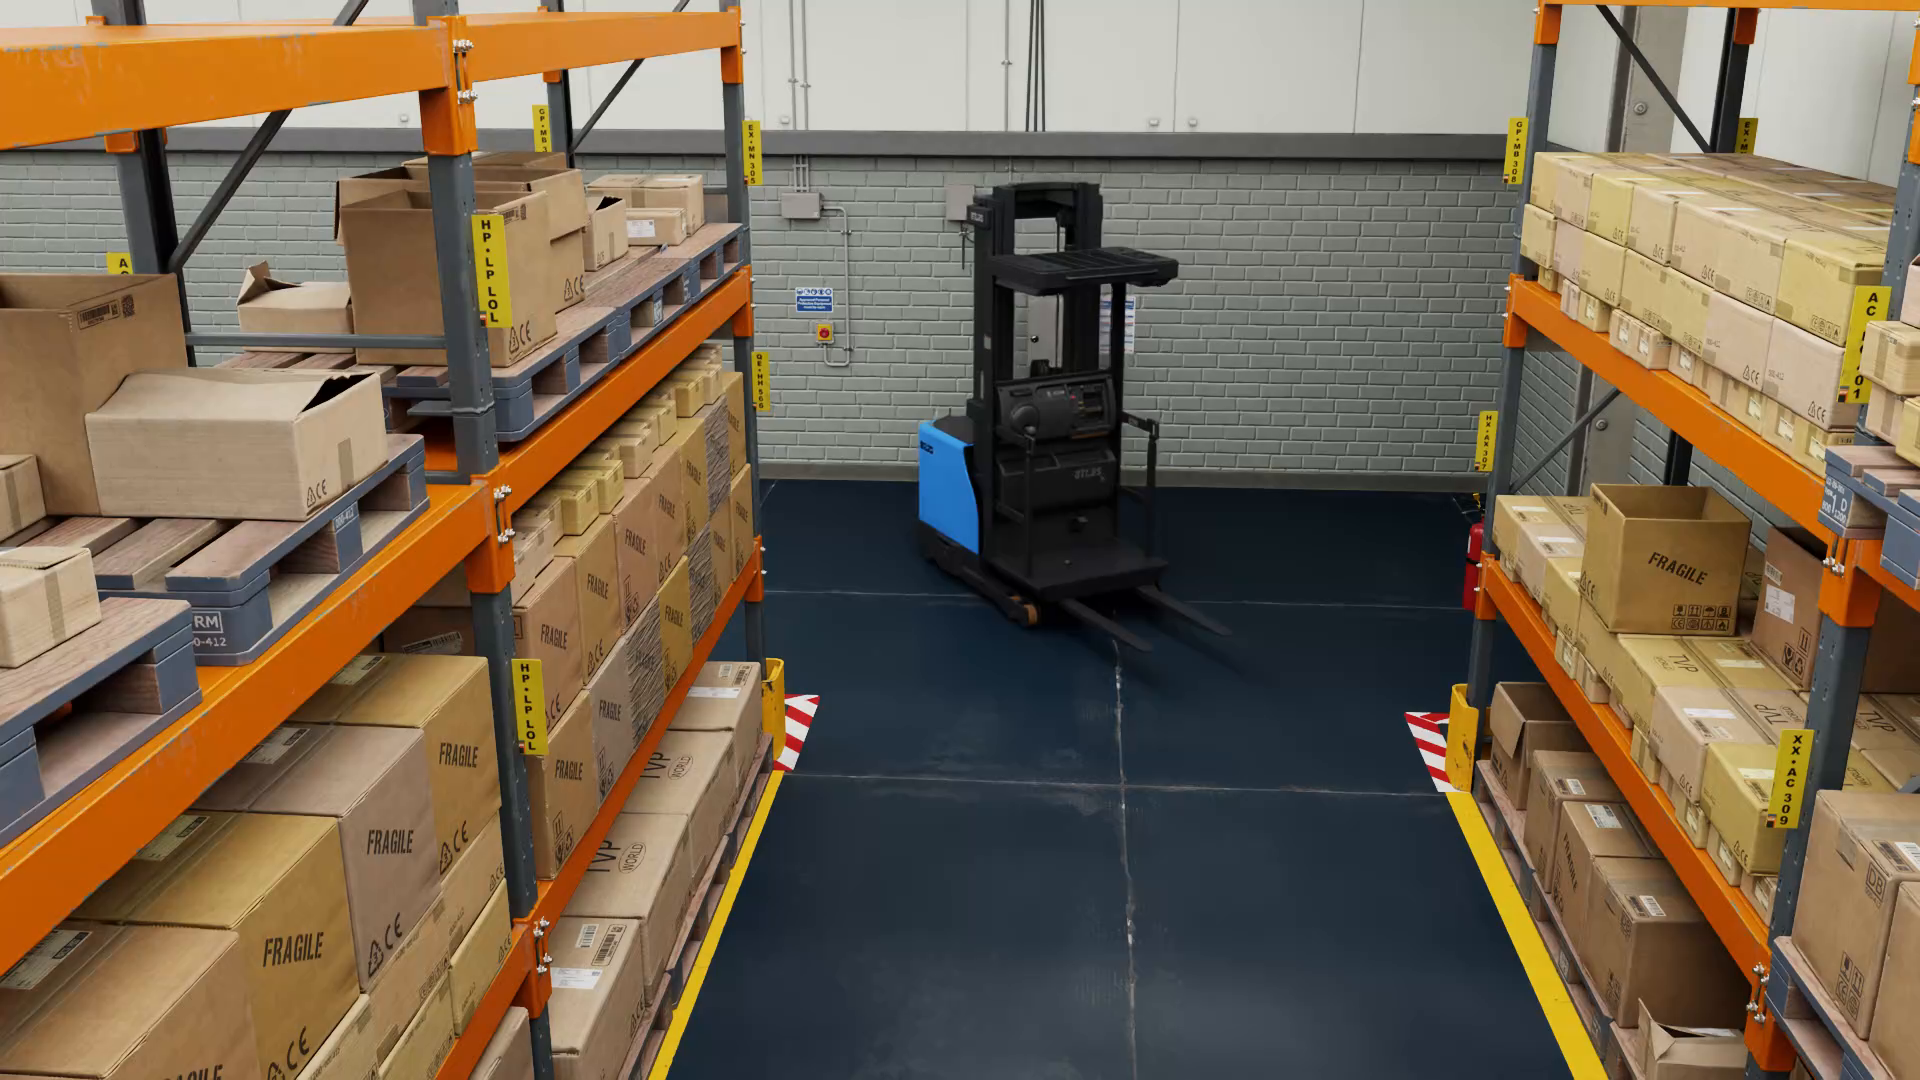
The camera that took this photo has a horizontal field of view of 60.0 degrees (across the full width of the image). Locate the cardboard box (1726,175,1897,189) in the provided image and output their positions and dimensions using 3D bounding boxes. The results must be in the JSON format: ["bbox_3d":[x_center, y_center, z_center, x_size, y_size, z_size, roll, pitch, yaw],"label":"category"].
[{"bbox_3d":[3.516,-1.367,6.920,0.500,0.250,0.500,1,18,4],"label":"cardboard box"}]

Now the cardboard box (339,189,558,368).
[{"bbox_3d":[-1.653,-0.865,5.433,0.500,0.500,0.500,2,18,5],"label":"cardboard box"}]

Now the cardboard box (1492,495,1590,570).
[{"bbox_3d":[3.032,-0.035,8.476,0.500,0.250,0.500,1,18,4],"label":"cardboard box"}]

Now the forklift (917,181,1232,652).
[{"bbox_3d":[0.787,-0.939,11.582,1.130,2.935,3.031,-9,20,-26],"label":"forklift"}]

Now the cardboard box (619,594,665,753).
[{"bbox_3d":[-1.527,0.535,6.813,0.500,0.500,0.500,1,18,4],"label":"cardboard box"}]

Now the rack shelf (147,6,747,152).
[{"bbox_3d":[-1.761,-1.907,6.590,1.077,0.370,4.000,1,18,4],"label":"rack shelf"}]

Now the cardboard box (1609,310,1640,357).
[{"bbox_3d":[2.872,-0.838,6.750,0.380,0.149,0.250,1,18,4],"label":"cardboard box"}]

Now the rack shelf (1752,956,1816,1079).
[{"bbox_3d":[2.903,2.105,3.336,1.077,0.370,4.000,1,18,4],"label":"rack shelf"}]

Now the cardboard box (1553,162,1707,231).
[{"bbox_3d":[2.996,-1.543,7.458,0.500,0.250,0.500,1,18,4],"label":"cardboard box"}]

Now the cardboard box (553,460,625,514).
[{"bbox_3d":[-1.517,-0.208,6.433,0.380,0.149,0.250,1,18,2],"label":"cardboard box"}]

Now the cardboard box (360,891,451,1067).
[{"bbox_3d":[-1.722,1.164,4.491,0.500,0.250,0.500,2,18,5],"label":"cardboard box"}]

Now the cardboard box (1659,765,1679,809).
[{"bbox_3d":[2.855,0.914,6.221,0.380,0.149,0.250,2,18,5],"label":"cardboard box"}]

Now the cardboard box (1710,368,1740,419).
[{"bbox_3d":[2.849,-0.517,5.770,0.380,0.149,0.250,1,18,4],"label":"cardboard box"}]

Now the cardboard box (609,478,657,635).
[{"bbox_3d":[-1.538,0.052,6.681,0.500,0.500,0.500,2,18,5],"label":"cardboard box"}]

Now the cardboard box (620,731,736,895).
[{"bbox_3d":[-1.622,1.300,8.078,0.875,0.438,0.875,2,18,5],"label":"cardboard box"}]

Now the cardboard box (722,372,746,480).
[{"bbox_3d":[-1.415,-0.577,8.601,0.500,0.500,0.500,2,18,6],"label":"cardboard box"}]

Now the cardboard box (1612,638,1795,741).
[{"bbox_3d":[2.910,0.598,6.543,0.500,0.250,0.500,1,18,4],"label":"cardboard box"}]

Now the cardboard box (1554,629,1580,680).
[{"bbox_3d":[2.894,0.514,7.439,0.380,0.149,0.250,1,18,2],"label":"cardboard box"}]

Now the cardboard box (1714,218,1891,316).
[{"bbox_3d":[2.870,-0.911,5.528,0.500,0.250,0.500,1,18,3],"label":"cardboard box"}]

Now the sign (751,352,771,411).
[{"bbox_3d":[-1.077,-0.856,8.978,0.100,0.325,0.005,1,18,4],"label":"sign"}]

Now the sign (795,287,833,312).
[{"bbox_3d":[-1.280,-2.110,14.611,0.327,0.218,0.001,1,18,4],"label":"sign"}]

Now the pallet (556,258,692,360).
[{"bbox_3d":[-1.745,-0.982,6.929,1.003,0.211,1.213,1,18,4],"label":"pallet"}]

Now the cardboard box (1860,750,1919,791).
[{"bbox_3d":[3.352,0.925,5.547,0.500,0.250,0.500,1,18,3],"label":"cardboard box"}]

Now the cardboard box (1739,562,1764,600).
[{"bbox_3d":[3.487,0.293,7.476,0.500,0.250,0.500,2,18,6],"label":"cardboard box"}]

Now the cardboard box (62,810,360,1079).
[{"bbox_3d":[-1.772,0.972,3.872,0.500,0.500,0.500,2,18,6],"label":"cardboard box"}]

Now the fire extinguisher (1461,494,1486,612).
[{"bbox_3d":[2.883,0.058,9.152,0.296,0.674,0.183,1,18,4],"label":"fire extinguisher"}]

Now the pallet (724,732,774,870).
[{"bbox_3d":[-1.597,1.366,8.916,1.003,0.211,1.213,1,18,4],"label":"pallet"}]

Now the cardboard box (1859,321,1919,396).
[{"bbox_3d":[2.588,-0.469,4.311,0.380,0.149,0.250,2,18,6],"label":"cardboard box"}]

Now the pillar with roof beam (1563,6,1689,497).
[{"bbox_3d":[0.132,-3.864,10.764,9.100,9.000,0.400,1,18,4],"label":"pillar with roof beam"}]

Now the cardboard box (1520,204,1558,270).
[{"bbox_3d":[3.029,-1.464,8.019,0.500,0.250,0.500,1,18,3],"label":"cardboard box"}]

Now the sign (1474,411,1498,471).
[{"bbox_3d":[2.792,-0.523,8.813,0.100,0.325,0.005,1,18,4],"label":"sign"}]

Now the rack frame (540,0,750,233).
[{"bbox_3d":[-1.618,-3.060,8.311,1.000,3.000,0.127,1,18,4],"label":"rack frame"}]

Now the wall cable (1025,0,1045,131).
[{"bbox_3d":[2.035,-4.760,13.437,2.988,3.039,0.133,1,18,4],"label":"wall cable"}]

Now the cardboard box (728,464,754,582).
[{"bbox_3d":[-1.388,-0.101,8.754,0.500,0.500,0.500,1,18,4],"label":"cardboard box"}]

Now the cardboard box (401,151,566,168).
[{"bbox_3d":[-1.912,-1.307,6.781,0.500,0.500,0.500,2,18,5],"label":"cardboard box"}]

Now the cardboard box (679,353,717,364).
[{"bbox_3d":[-1.438,-0.845,8.377,0.380,0.149,0.250,2,18,5],"label":"cardboard box"}]

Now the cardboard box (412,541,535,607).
[{"bbox_3d":[-1.623,0.110,5.463,0.380,0.149,0.250,1,18,3],"label":"cardboard box"}]

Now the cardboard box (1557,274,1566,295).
[{"bbox_3d":[3.086,-1.230,7.946,0.380,0.149,0.250,2,18,5],"label":"cardboard box"}]

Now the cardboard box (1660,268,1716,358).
[{"bbox_3d":[2.907,-0.829,6.082,0.500,0.250,0.500,2,18,5],"label":"cardboard box"}]

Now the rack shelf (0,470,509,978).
[{"bbox_3d":[-2.048,0.570,3.203,1.077,0.370,4.000,1,18,4],"label":"rack shelf"}]

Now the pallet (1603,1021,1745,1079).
[{"bbox_3d":[3.097,2.254,6.204,1.003,0.211,1.213,1,18,4],"label":"pallet"}]

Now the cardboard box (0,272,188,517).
[{"bbox_3d":[-2.257,-0.372,4.090,0.500,0.500,0.500,1,18,3],"label":"cardboard box"}]

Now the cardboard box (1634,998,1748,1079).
[{"bbox_3d":[2.819,1.952,6.366,0.396,0.266,0.258,2,18,6],"label":"cardboard box"}]

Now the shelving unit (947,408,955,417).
[{"bbox_3d":[0.004,-0.516,13.310,0.215,1.050,0.252,1,18,4],"label":"shelving unit"}]

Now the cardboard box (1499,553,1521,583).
[{"bbox_3d":[3.036,0.115,8.657,0.380,0.149,0.250,1,18,3],"label":"cardboard box"}]

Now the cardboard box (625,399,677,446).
[{"bbox_3d":[-1.480,-0.527,7.406,0.380,0.149,0.250,2,18,5],"label":"cardboard box"}]

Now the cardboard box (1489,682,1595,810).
[{"bbox_3d":[3.195,1.075,8.661,0.797,0.503,0.637,1,18,2],"label":"cardboard box"}]

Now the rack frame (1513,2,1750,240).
[{"bbox_3d":[3.334,-2.951,7.976,1.000,3.000,0.127,1,18,4],"label":"rack frame"}]

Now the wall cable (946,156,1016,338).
[{"bbox_3d":[0.179,-2.416,14.348,0.588,1.984,0.122,1,18,4],"label":"wall cable"}]

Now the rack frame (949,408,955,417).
[{"bbox_3d":[0.013,-0.553,13.426,0.200,1.050,0.008,1,18,4],"label":"rack frame"}]
